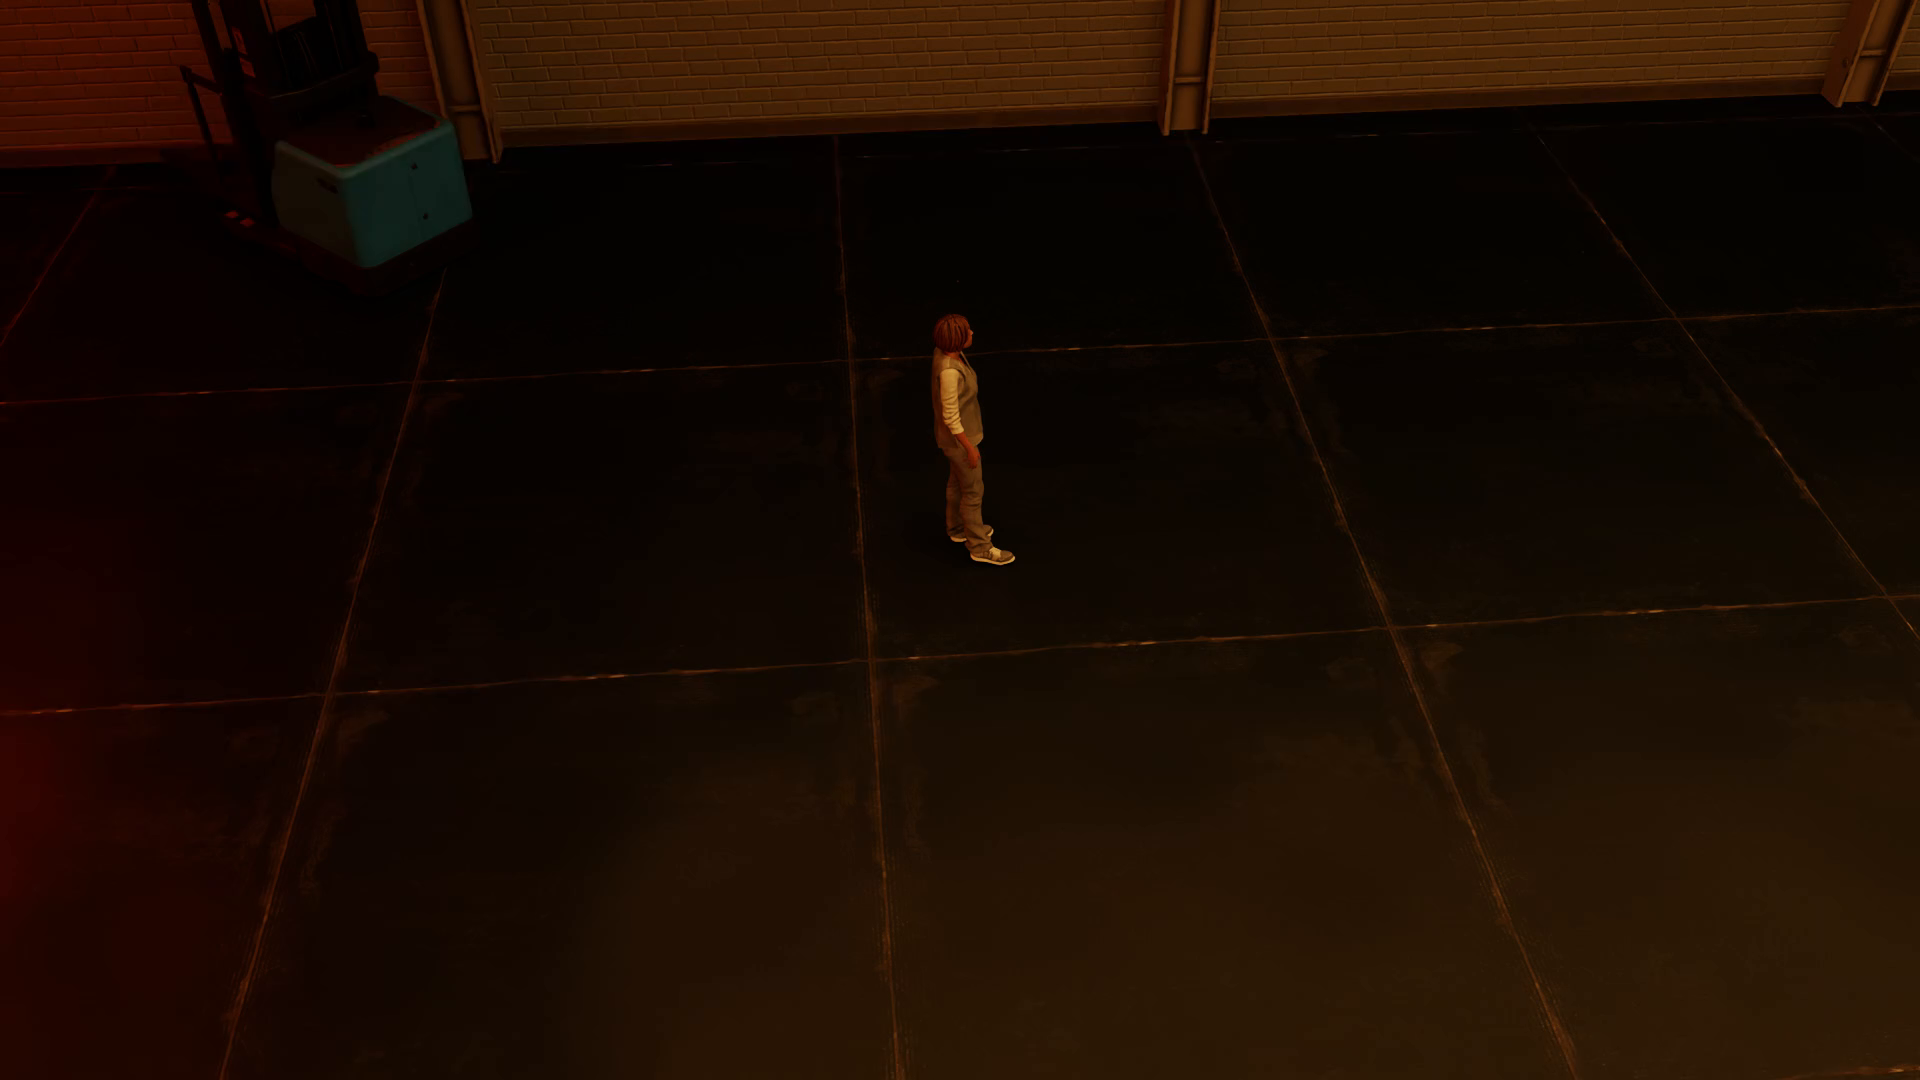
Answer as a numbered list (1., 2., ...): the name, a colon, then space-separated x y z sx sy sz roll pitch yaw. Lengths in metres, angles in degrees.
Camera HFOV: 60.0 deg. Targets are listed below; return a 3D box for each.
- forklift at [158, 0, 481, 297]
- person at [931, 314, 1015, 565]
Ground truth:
1. forklift: -5.143 -3.679 12.239 3.031 2.935 1.130 27 47 28
2. person: 0.074 -0.602 9.668 0.475 1.582 0.520 -3 41 -4
